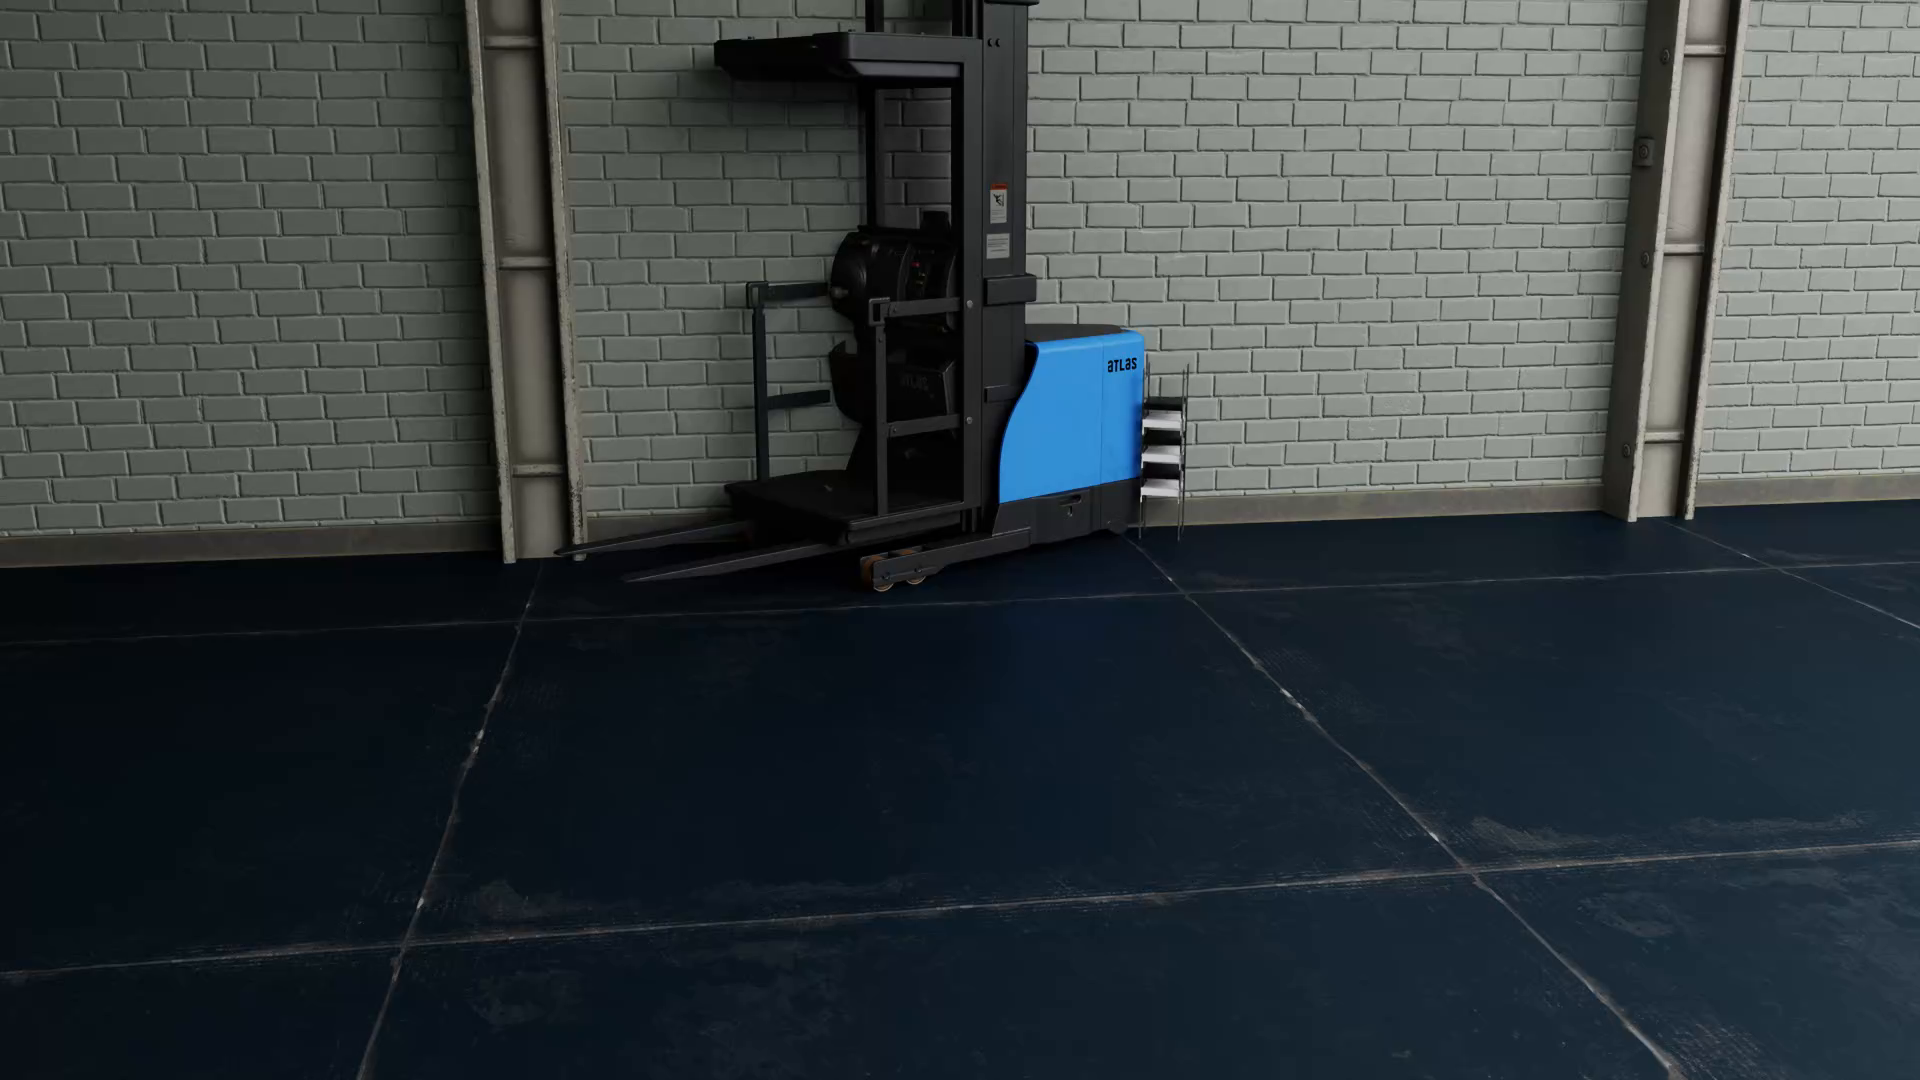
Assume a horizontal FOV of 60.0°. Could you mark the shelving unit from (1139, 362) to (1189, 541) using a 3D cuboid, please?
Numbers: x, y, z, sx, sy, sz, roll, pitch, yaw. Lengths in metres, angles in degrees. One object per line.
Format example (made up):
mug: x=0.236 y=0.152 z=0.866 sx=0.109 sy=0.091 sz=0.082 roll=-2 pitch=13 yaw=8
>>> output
shelving unit: x=1.070 y=-0.466 z=8.729 sx=0.210 sy=0.900 sz=0.258 roll=3 pitch=14 yaw=13

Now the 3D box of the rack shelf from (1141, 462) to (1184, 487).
rack shelf: x=1.070 y=-0.346 z=8.759 sx=0.200 sy=0.077 sz=0.258 roll=3 pitch=14 yaw=13

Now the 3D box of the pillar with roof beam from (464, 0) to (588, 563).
pillar with roof beam: x=-1.456 y=-3.258 z=3.212 sx=0.400 sy=9.000 sz=9.100 roll=-2 pitch=14 yaw=-8

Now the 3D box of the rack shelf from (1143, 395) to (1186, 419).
rack shelf: x=1.070 y=-0.695 z=8.671 sx=0.200 sy=0.077 sz=0.258 roll=3 pitch=14 yaw=13

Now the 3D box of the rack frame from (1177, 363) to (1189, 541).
rack frame: x=1.169 y=-0.460 z=8.706 sx=0.006 sy=0.900 sz=0.240 roll=3 pitch=14 yaw=13

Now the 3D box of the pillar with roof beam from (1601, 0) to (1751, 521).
pillar with roof beam: x=4.477 y=-3.475 z=4.079 sx=0.400 sy=9.000 sz=9.100 roll=-2 pitch=14 yaw=-8

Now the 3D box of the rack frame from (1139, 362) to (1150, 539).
rack frame: x=0.971 y=-0.471 z=8.752 sx=0.006 sy=0.900 sz=0.240 roll=3 pitch=14 yaw=13

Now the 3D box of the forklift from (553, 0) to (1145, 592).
forklift: x=-0.481 y=-1.324 z=7.978 sx=3.031 sy=2.935 sz=1.130 roll=-11 pitch=18 yaw=-38

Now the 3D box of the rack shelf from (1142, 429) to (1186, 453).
rack shelf: x=1.070 y=-0.521 z=8.715 sx=0.200 sy=0.077 sz=0.258 roll=3 pitch=14 yaw=13

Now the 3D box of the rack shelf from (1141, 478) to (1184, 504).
rack shelf: x=1.070 y=-0.259 z=8.781 sx=0.200 sy=0.077 sz=0.258 roll=3 pitch=14 yaw=13

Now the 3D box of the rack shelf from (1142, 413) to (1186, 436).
rack shelf: x=1.070 y=-0.608 z=8.693 sx=0.200 sy=0.077 sz=0.258 roll=3 pitch=14 yaw=13

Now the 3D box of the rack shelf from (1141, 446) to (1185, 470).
rack shelf: x=1.070 y=-0.433 z=8.737 sx=0.200 sy=0.077 sz=0.258 roll=3 pitch=14 yaw=13
